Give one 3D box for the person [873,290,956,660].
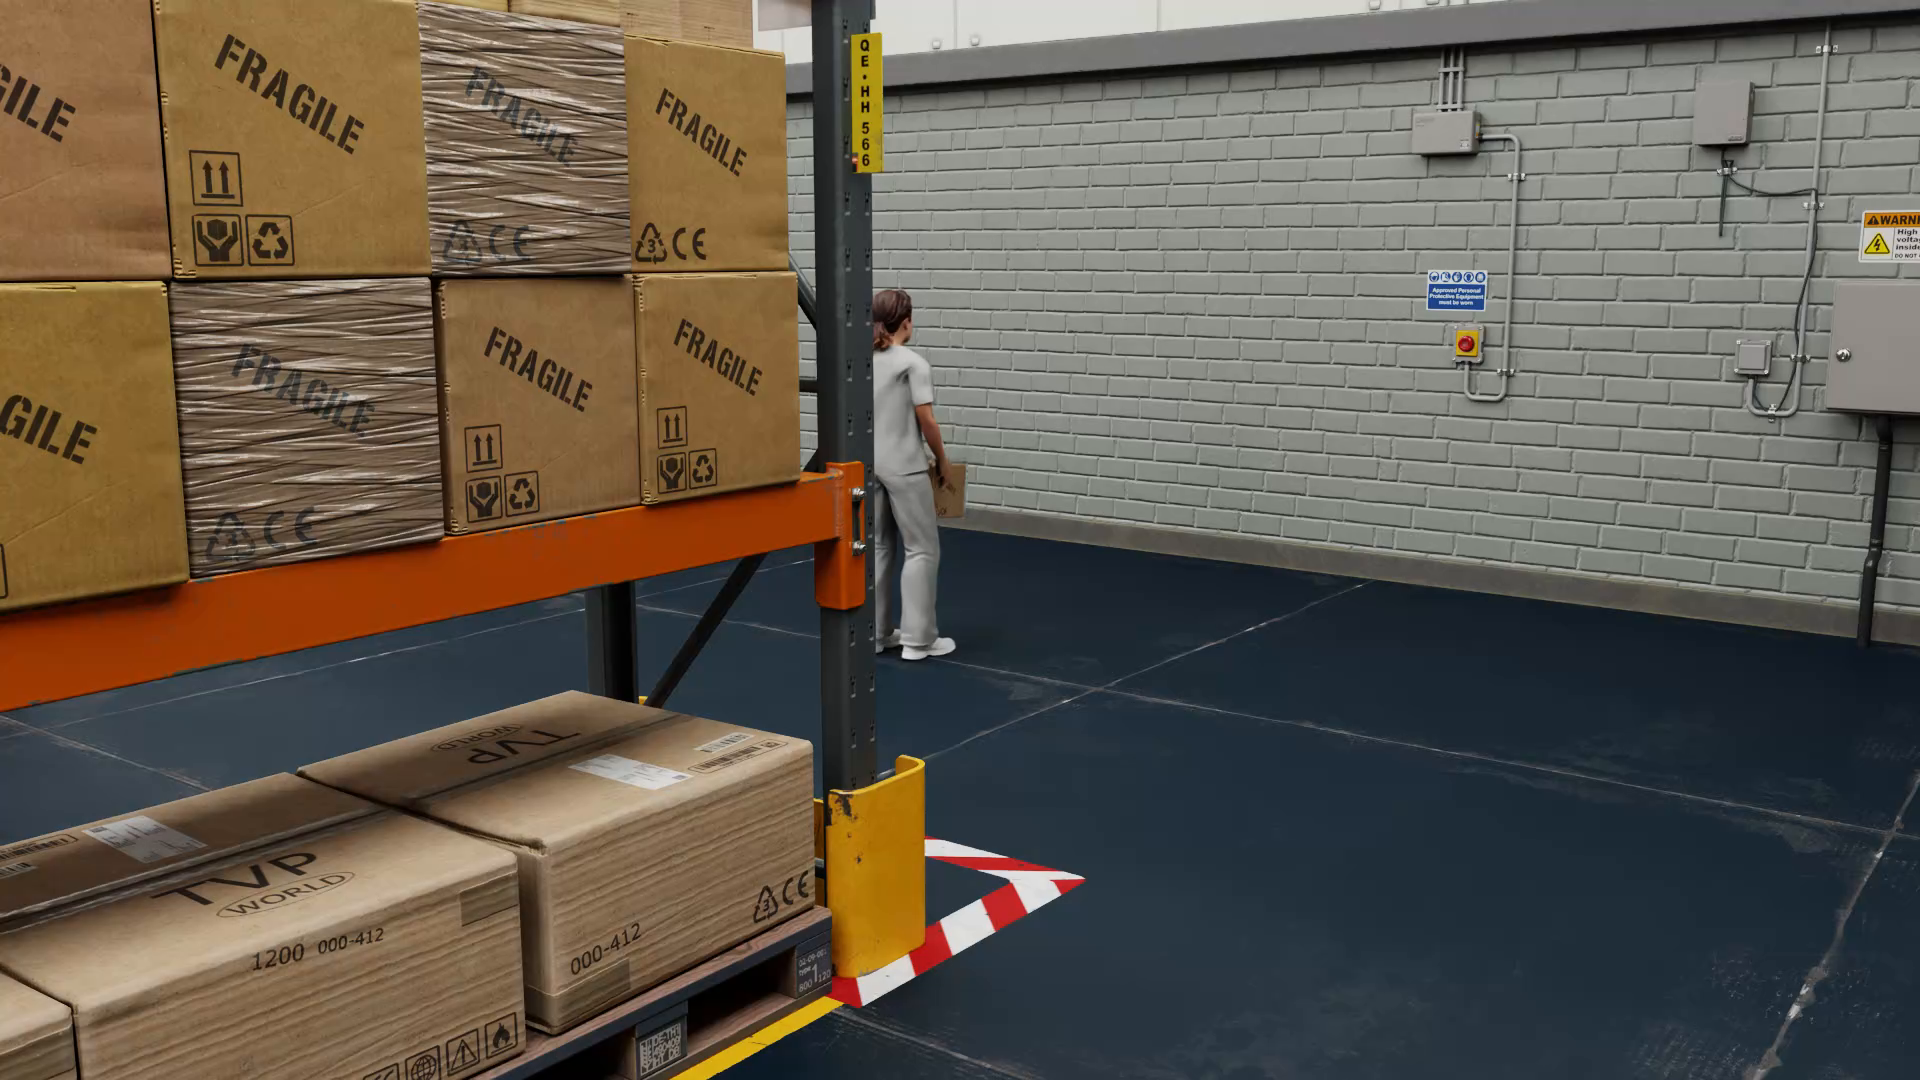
[{"bbox_3d":[-0.286,-0.303,7.632,0.467,1.676,0.395,7,12,35],"label":"person"}]
